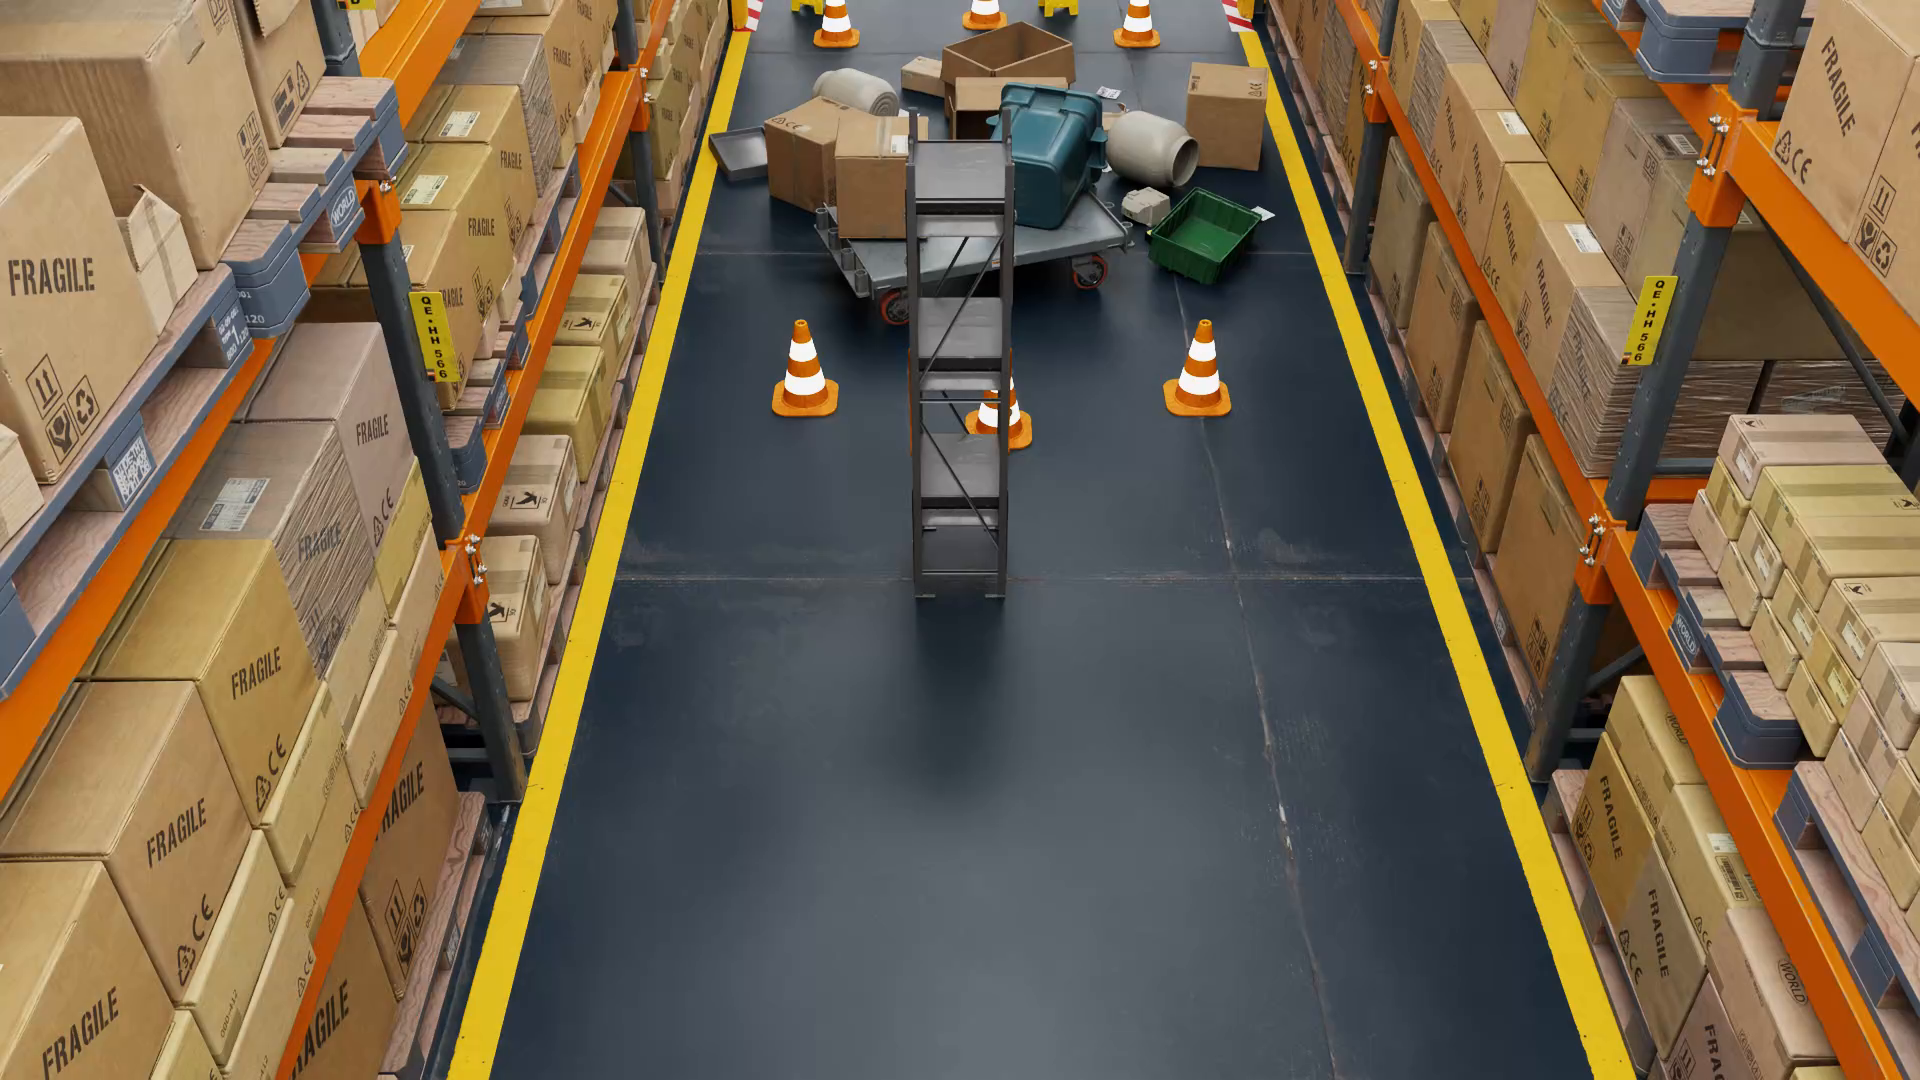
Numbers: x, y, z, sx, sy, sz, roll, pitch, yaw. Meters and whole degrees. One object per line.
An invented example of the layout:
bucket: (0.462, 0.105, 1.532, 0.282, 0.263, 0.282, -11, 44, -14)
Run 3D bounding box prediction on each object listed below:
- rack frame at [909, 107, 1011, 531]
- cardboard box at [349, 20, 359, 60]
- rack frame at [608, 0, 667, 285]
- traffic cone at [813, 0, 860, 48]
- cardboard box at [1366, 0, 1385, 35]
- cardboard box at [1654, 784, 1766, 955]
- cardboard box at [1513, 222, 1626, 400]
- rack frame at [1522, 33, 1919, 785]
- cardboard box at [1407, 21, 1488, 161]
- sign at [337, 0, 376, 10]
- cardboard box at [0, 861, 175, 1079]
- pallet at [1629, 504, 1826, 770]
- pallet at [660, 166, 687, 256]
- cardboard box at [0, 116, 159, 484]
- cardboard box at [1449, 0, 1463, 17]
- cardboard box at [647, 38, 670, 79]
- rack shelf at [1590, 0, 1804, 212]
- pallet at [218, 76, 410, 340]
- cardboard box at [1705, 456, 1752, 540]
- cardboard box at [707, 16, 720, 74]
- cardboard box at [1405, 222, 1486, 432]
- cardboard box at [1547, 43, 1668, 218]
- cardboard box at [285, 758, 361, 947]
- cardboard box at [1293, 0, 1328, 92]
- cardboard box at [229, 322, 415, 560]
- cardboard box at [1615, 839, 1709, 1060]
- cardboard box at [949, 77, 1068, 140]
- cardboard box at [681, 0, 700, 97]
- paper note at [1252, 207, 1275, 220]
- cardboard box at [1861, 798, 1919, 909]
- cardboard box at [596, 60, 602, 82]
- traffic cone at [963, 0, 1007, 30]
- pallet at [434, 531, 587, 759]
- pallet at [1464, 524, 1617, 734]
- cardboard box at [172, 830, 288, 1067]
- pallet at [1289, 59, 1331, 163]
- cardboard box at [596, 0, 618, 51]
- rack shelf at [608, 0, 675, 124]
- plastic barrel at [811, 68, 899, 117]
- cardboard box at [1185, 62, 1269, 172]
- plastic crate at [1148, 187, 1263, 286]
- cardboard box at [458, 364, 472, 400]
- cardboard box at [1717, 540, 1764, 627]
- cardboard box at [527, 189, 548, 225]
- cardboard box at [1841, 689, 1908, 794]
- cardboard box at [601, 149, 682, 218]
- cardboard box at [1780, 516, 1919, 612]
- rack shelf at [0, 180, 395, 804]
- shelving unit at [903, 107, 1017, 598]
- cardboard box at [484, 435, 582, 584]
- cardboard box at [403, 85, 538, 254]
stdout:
rack frame: (0.000, -0.868, 7.155, 0.400, 2.100, 0.015, 0, 39, 0)
cardboard box: (-2.032, -1.450, 4.962, 0.380, 0.149, 0.250, 0, 39, 0)
rack frame: (-2.207, -2.681, 8.697, 1.000, 3.000, 0.127, 0, 39, 0)
traffic cone: (-0.921, -3.925, 12.278, 0.336, 0.463, 0.334, 0, 39, 0)
cardboard box: (2.731, -3.037, 9.022, 0.875, 0.550, 0.550, 0, 39, 0)
cardboard box: (2.507, 1.021, 5.141, 0.500, 0.250, 0.500, 0, 39, -1)
cardboard box: (2.480, -0.879, 6.368, 0.500, 0.500, 0.500, 0, 39, 0)
rack frame: (2.748, -0.247, 5.659, 1.000, 3.000, 0.127, 0, 39, 0)
cardboard box: (2.476, -2.142, 7.945, 0.500, 0.500, 0.500, 0, 39, 0)
sign: (-1.647, -1.578, 4.446, 0.100, 0.325, 0.005, 0, 39, 0)
cardboard box: (-1.937, 0.985, 3.243, 0.500, 0.500, 0.500, -1, 39, -1)
pallet: (2.855, 0.274, 5.163, 1.213, 0.211, 1.003, 0, 39, 0)
pallet: (-2.243, -2.013, 10.093, 1.003, 0.211, 1.213, 0, 39, 0)
cardboard box: (-1.910, -0.451, 3.100, 0.500, 0.500, 0.500, 0, 39, 0)
cardboard box: (2.750, -2.867, 8.049, 0.700, 0.500, 0.500, -1, 39, -1)
cardboard box: (-1.877, -2.765, 9.547, 0.380, 0.149, 0.250, 0, 39, 1)
rack shelf: (2.746, -2.387, 6.507, 1.077, 0.370, 4.000, 0, 39, 0)
pallet: (-2.148, -0.874, 4.195, 1.213, 0.211, 1.003, 2, 39, 2)
cardboard box: (2.548, -0.126, 5.136, 0.380, 0.149, 0.250, 2, 39, 2)
cardboard box: (-1.948, -3.444, 11.512, 0.500, 0.250, 0.500, 0, 39, 0)
cardboard box: (2.831, -1.043, 8.116, 1.050, 0.750, 0.750, 0, 39, 0)
cardboard box: (2.753, -1.594, 6.461, 0.700, 0.500, 0.500, -1, 39, -1)
cardboard box: (-1.941, 0.829, 4.437, 0.500, 0.250, 0.500, 0, 39, -1)
cardboard box: (2.809, -3.610, 11.219, 0.875, 0.875, 0.875, -1, 39, -1)
cardboard box: (-1.940, -0.286, 4.829, 0.500, 0.500, 0.500, -1, 39, -1)
cardboard box: (2.498, 1.322, 5.365, 0.500, 0.500, 0.500, 0, 39, 0)
cardboard box: (0.332, -2.580, 10.459, 0.797, 0.637, 0.503, 0, 39, 0)
cardboard box: (-1.948, -3.093, 10.474, 0.500, 0.500, 0.500, 2, 39, 2)
paper note: (1.837, -2.010, 10.233, 0.147, 0.020, 0.142, -28, 46, -30)
cardboard box: (2.550, 0.796, 4.223, 0.380, 0.149, 0.250, 0, 39, 1)
cardboard box: (-1.947, -2.261, 8.037, 0.380, 0.149, 0.250, -1, 39, -1)
traffic cone: (0.189, -4.138, 12.544, 0.336, 0.463, 0.334, 0, 39, 0)
pallet: (-2.201, 0.419, 7.058, 1.003, 0.211, 1.213, 0, 39, 0)
pallet: (2.822, 0.348, 7.147, 1.003, 0.211, 1.213, 0, 39, 0)
cardboard box: (-1.921, 0.952, 3.884, 0.500, 0.250, 0.500, -1, 39, -1)
pallet: (2.816, -2.900, 11.201, 1.003, 0.211, 1.213, 0, 39, 0)
cardboard box: (-1.976, -2.712, 8.081, 0.500, 0.500, 0.500, -1, 39, -1)
rack shelf: (-2.209, -3.651, 10.483, 1.077, 0.370, 4.000, 0, 39, 0)
plastic barrel: (-0.695, -2.887, 11.014, 0.512, 0.421, 0.421, 28, 46, 30)
cardboard box: (1.715, -2.744, 10.772, 0.500, 0.500, 0.500, 6, 39, 8)
plastic crate: (1.433, -1.781, 9.776, 0.450, 0.188, 0.662, 27, 45, 16)
cardboard box: (-1.983, -0.626, 5.998, 0.380, 0.149, 0.250, -2, 39, -3)
cardboard box: (2.547, 0.135, 5.048, 0.380, 0.149, 0.250, 2, 39, 2)
cardboard box: (-1.970, -1.460, 7.038, 0.380, 0.149, 0.250, 1, 39, 1)
cardboard box: (2.554, 0.524, 4.325, 0.380, 0.149, 0.250, 0, 39, 0)
cardboard box: (-1.937, -2.141, 9.887, 0.500, 0.250, 0.500, -2, 39, -2)
cardboard box: (2.554, 0.066, 4.659, 0.380, 0.149, 0.250, 0, 39, 0)
rack shelf: (-2.200, 0.181, 3.302, 1.077, 0.370, 4.000, 0, 39, 0)
shelving unit: (0.000, -0.716, 6.964, 0.431, 2.100, 0.503, 0, 39, 0)
cardboard box: (-2.201, -0.133, 7.283, 0.950, 0.372, 0.625, -1, 39, -1)
cardboard box: (-1.986, -1.438, 6.493, 0.500, 0.500, 0.500, 1, 39, 1)
